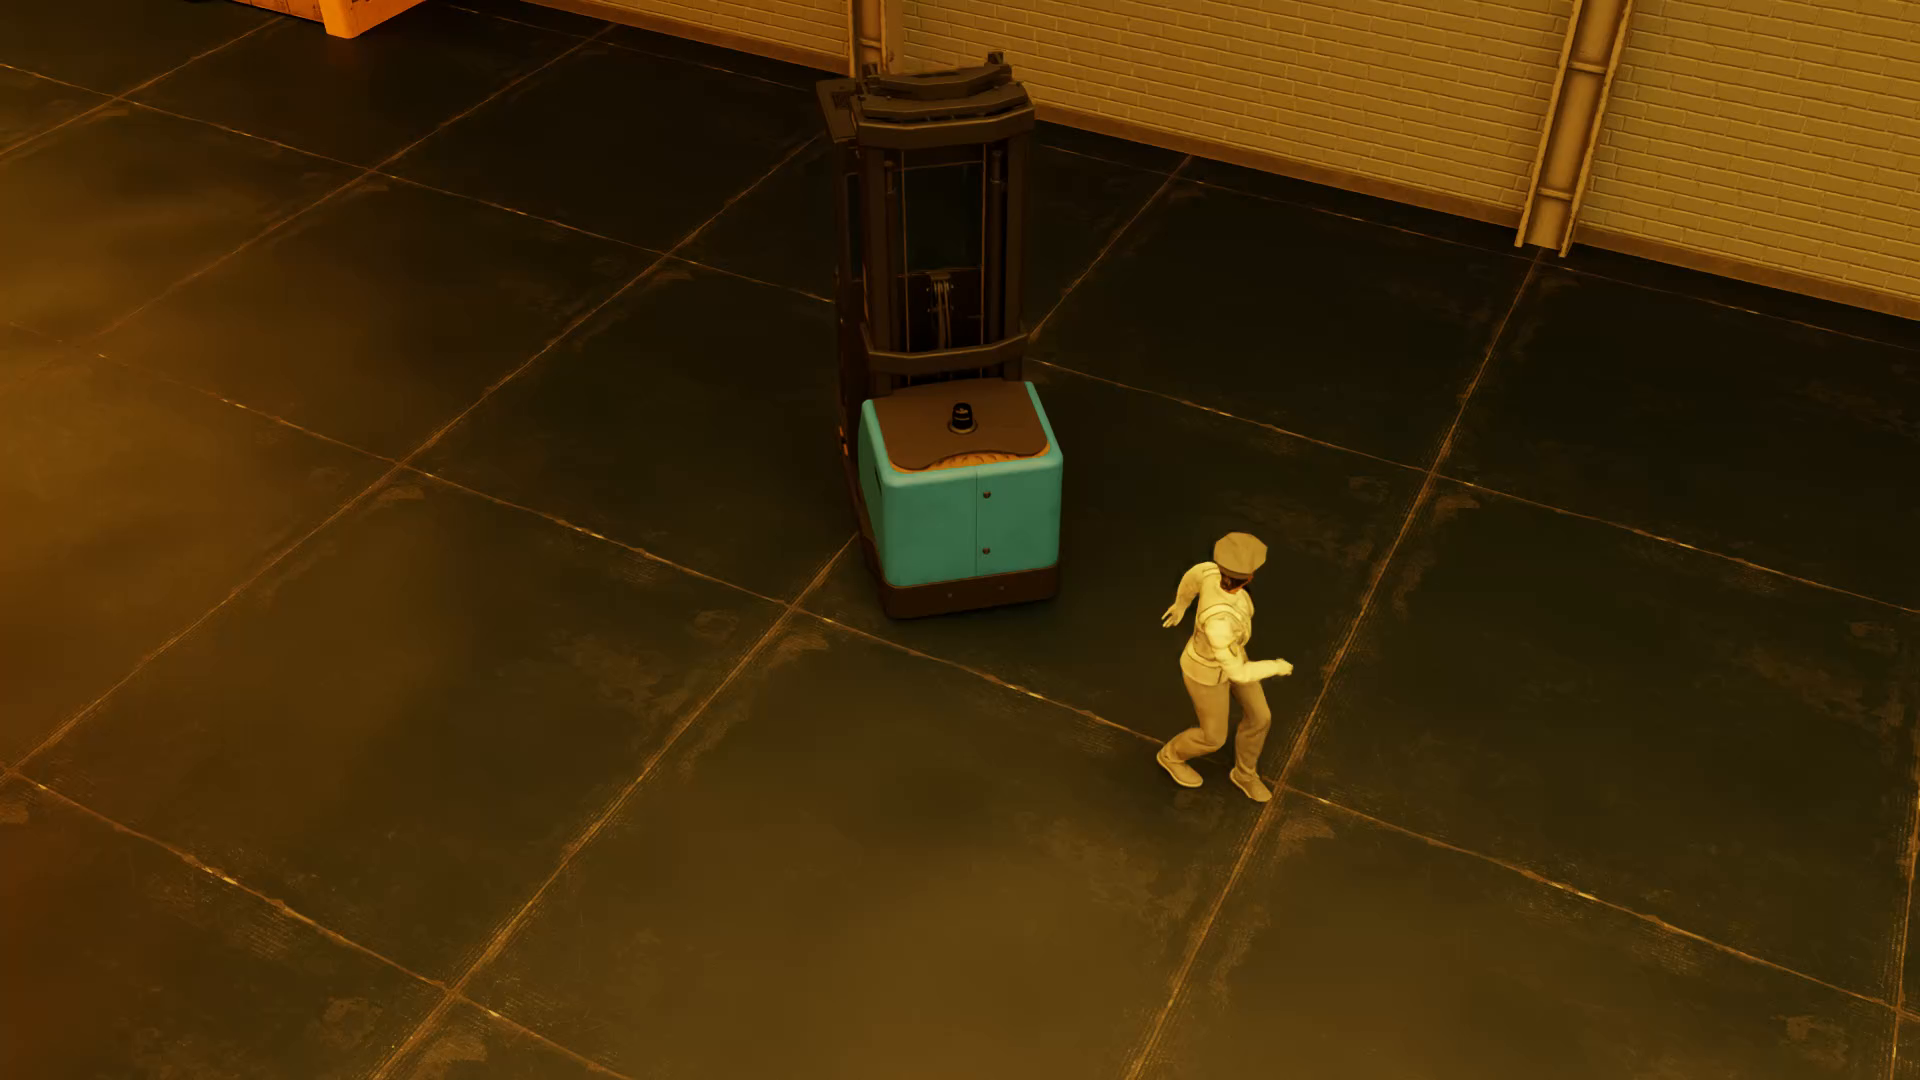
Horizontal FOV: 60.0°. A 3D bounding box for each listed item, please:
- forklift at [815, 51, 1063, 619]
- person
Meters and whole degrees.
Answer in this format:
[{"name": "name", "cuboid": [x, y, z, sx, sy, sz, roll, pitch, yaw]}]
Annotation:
[{"name": "forklift", "cuboid": [-0.211, -1.621, 9.911, 1.130, 2.935, 3.031, -8, 41, -9]}, {"name": "person", "cuboid": [1.287, 0.654, 8.289, 0.784, 1.664, 0.549, 20, 44, 22]}]
